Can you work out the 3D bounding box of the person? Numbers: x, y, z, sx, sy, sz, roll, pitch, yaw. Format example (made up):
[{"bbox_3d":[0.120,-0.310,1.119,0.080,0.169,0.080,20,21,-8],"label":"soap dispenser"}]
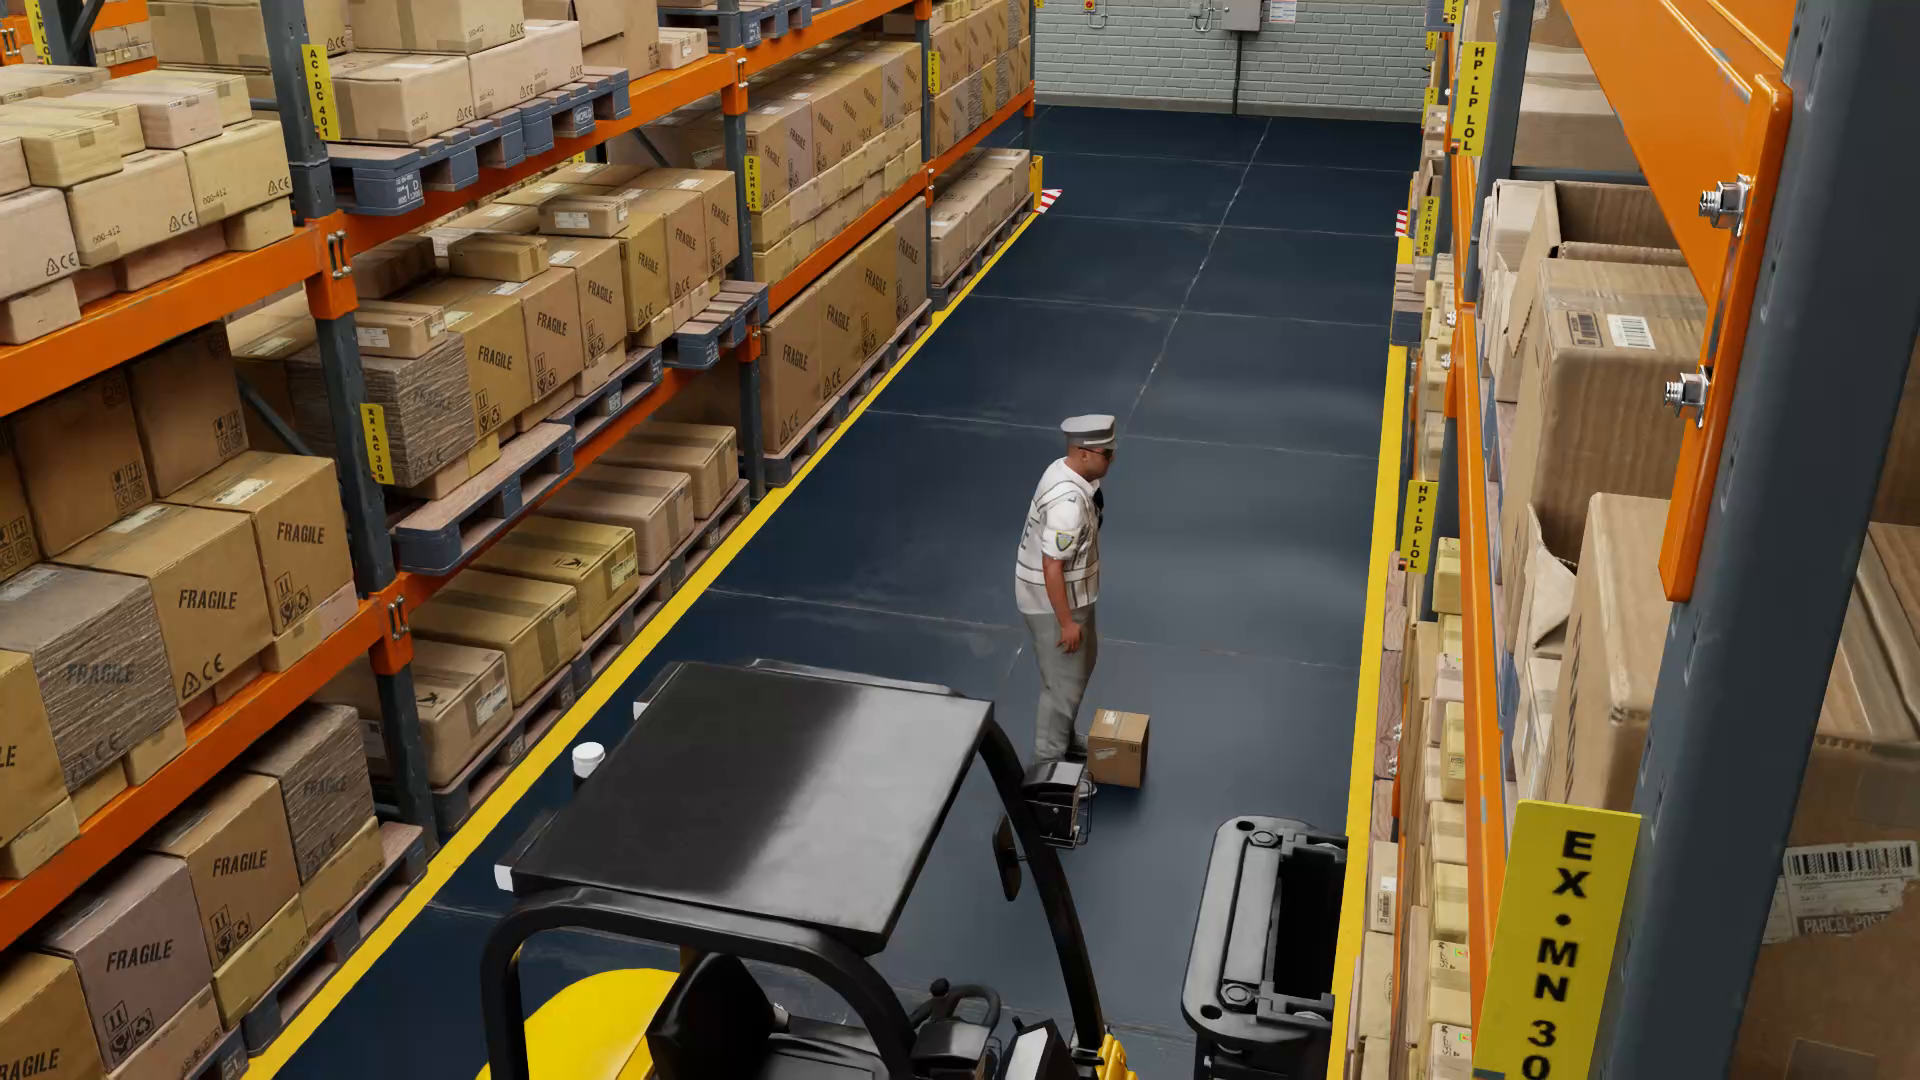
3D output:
[{"bbox_3d":[0.474,0.265,7.531,0.427,1.751,0.604,5,26,11],"label":"person"}]
